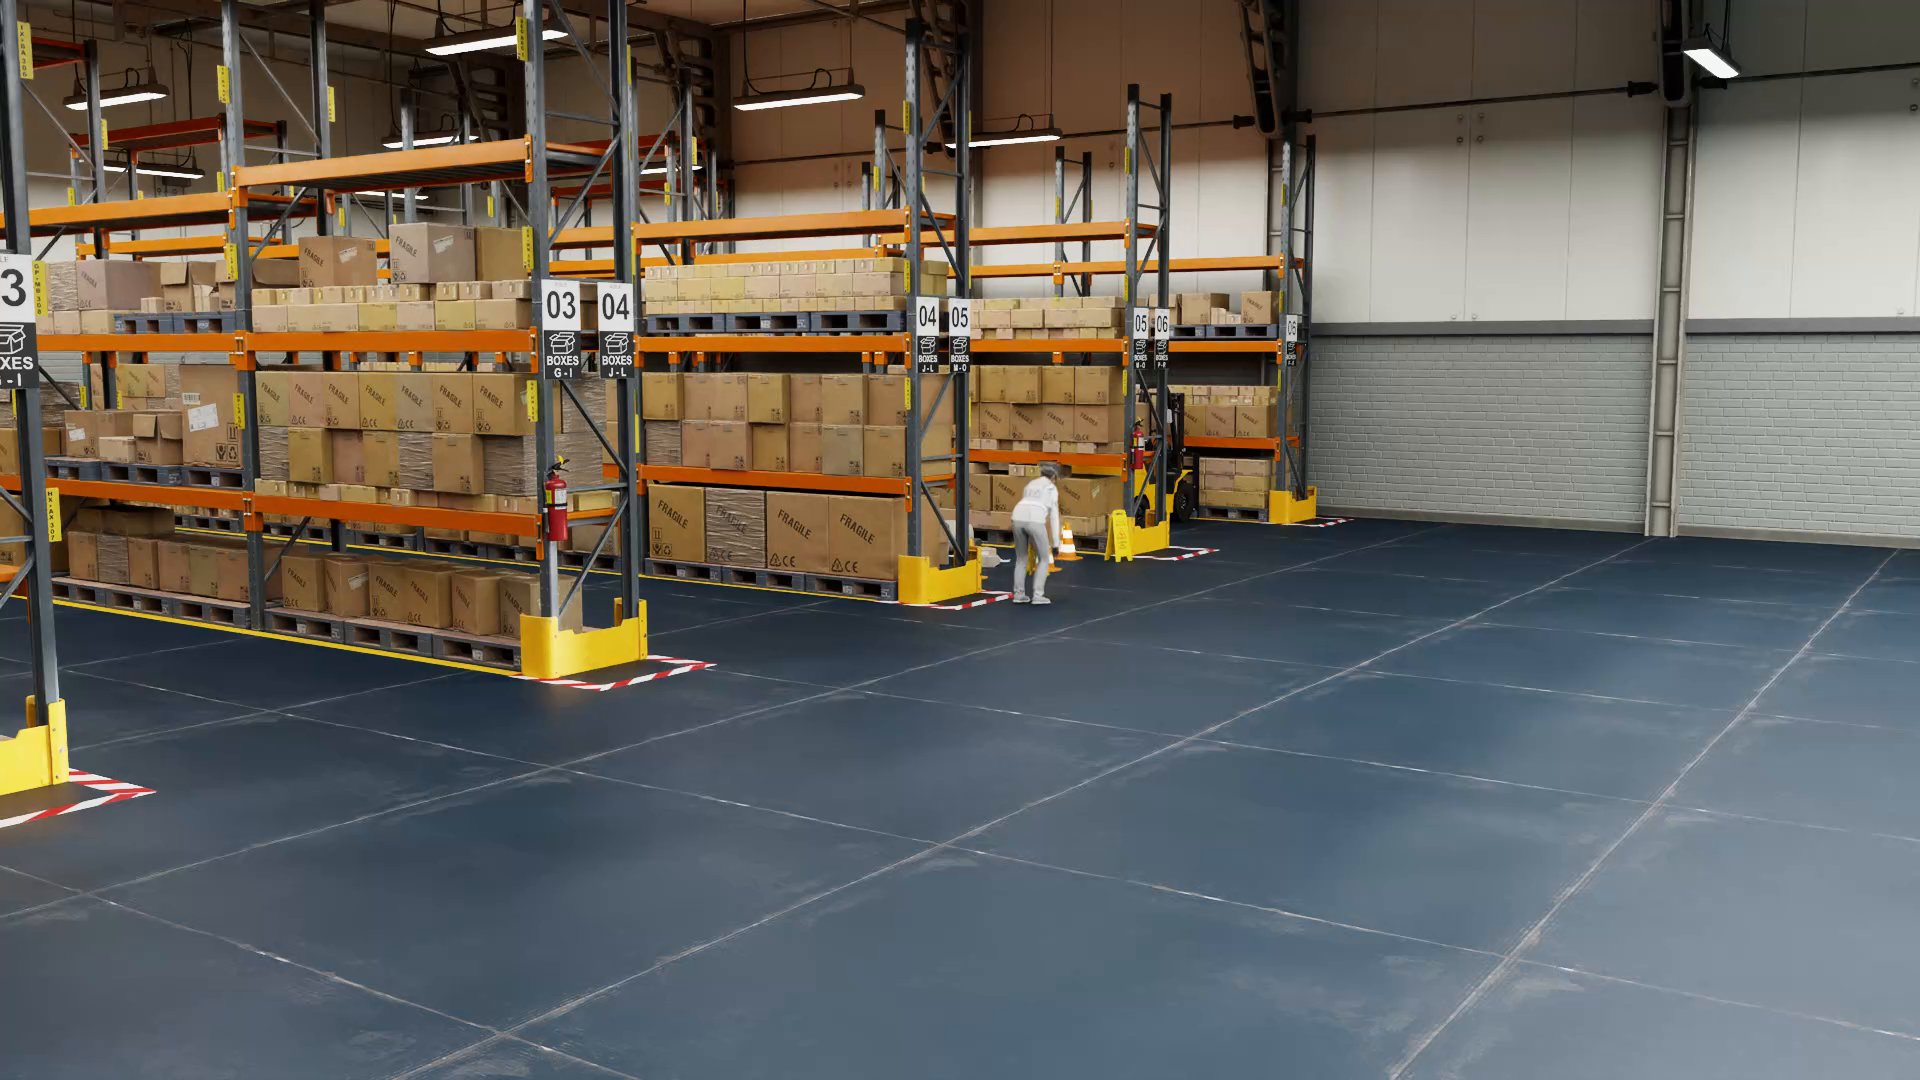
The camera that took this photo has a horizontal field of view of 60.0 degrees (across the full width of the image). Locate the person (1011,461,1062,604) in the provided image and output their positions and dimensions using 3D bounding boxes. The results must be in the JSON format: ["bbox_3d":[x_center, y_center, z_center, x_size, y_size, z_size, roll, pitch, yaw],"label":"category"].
[{"bbox_3d":[0.827,-0.081,17.565,0.410,1.483,0.757,4,8,32],"label":"person"}]
